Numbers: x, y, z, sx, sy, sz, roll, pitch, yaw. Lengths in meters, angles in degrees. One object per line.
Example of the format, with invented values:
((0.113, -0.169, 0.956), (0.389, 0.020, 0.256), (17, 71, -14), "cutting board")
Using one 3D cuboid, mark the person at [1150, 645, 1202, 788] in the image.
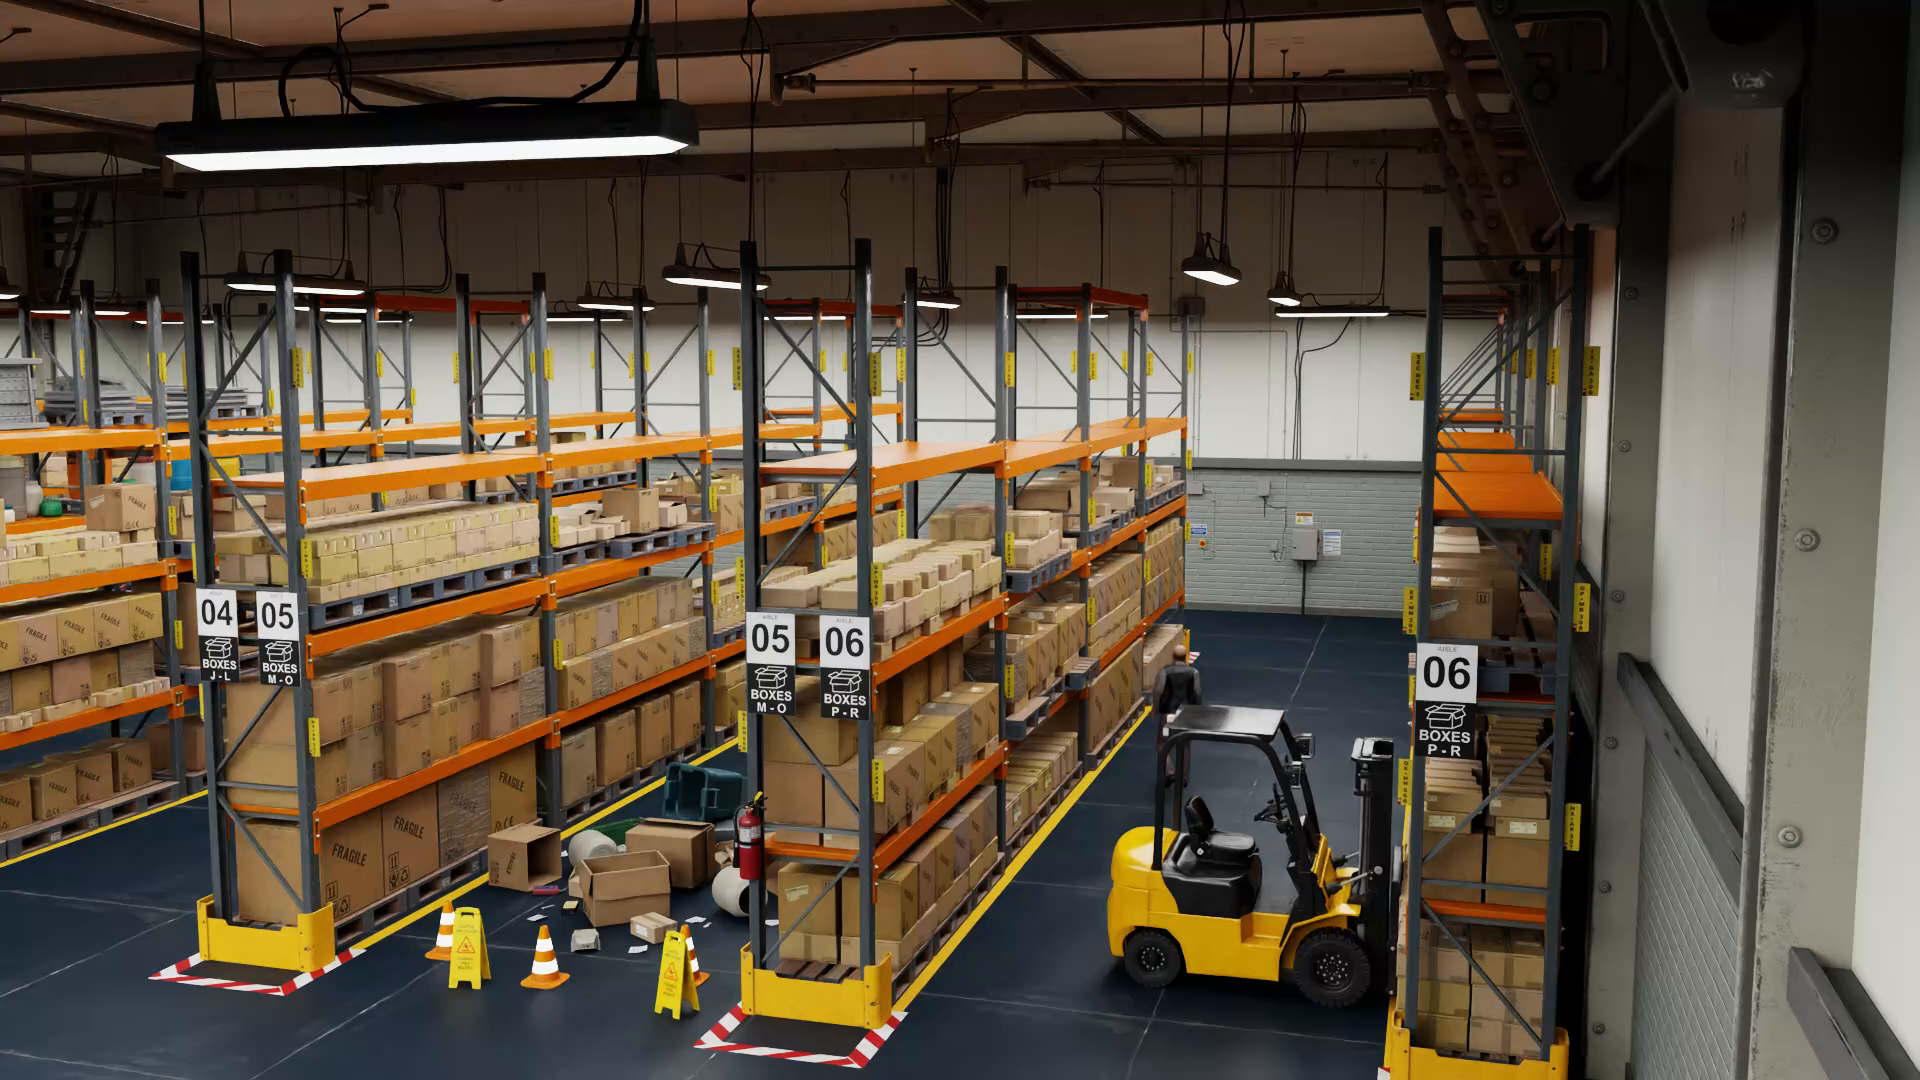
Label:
((2.604, 2.116, 19.824), (0.600, 1.699, 0.590), (-1, 6, -7), "person")
